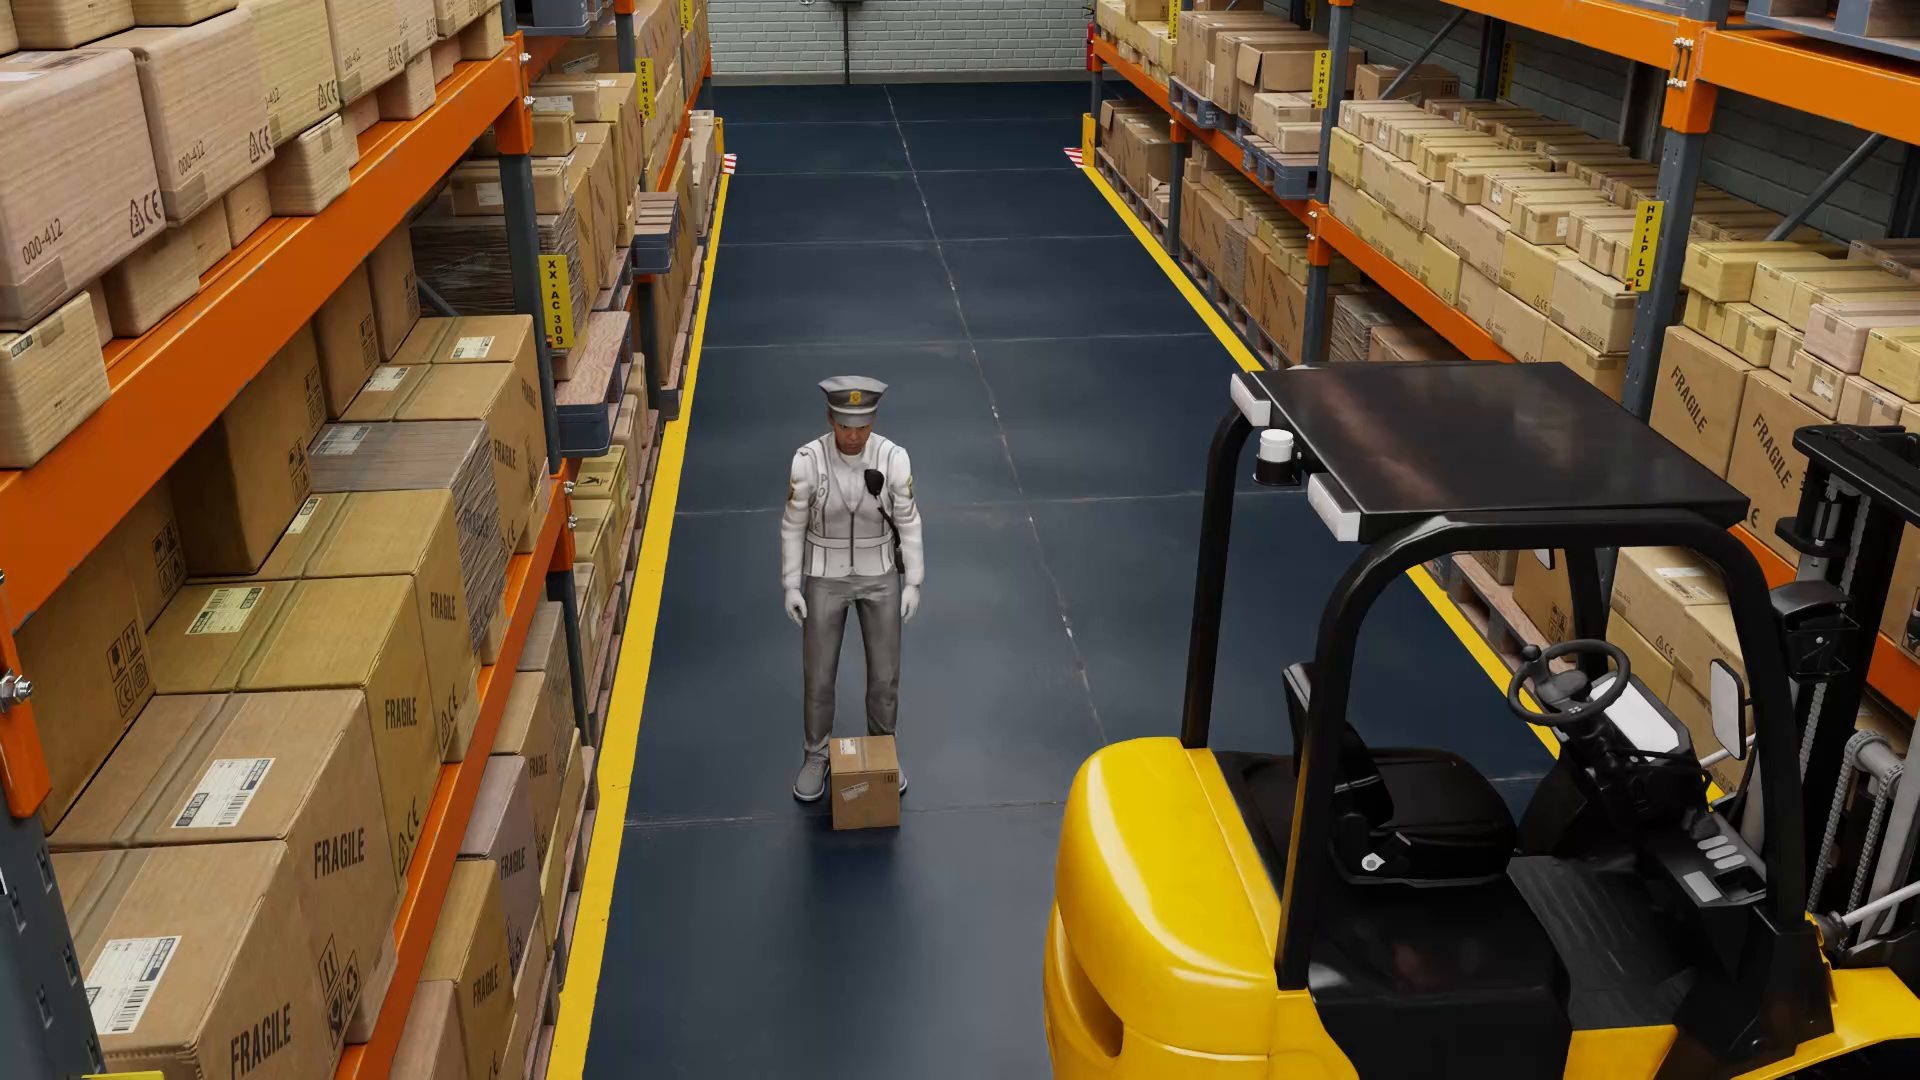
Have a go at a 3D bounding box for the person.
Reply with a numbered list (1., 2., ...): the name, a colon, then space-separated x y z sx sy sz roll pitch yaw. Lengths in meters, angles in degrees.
1. person: -0.399 0.172 6.207 0.530 1.664 0.371 -2 24 -5
